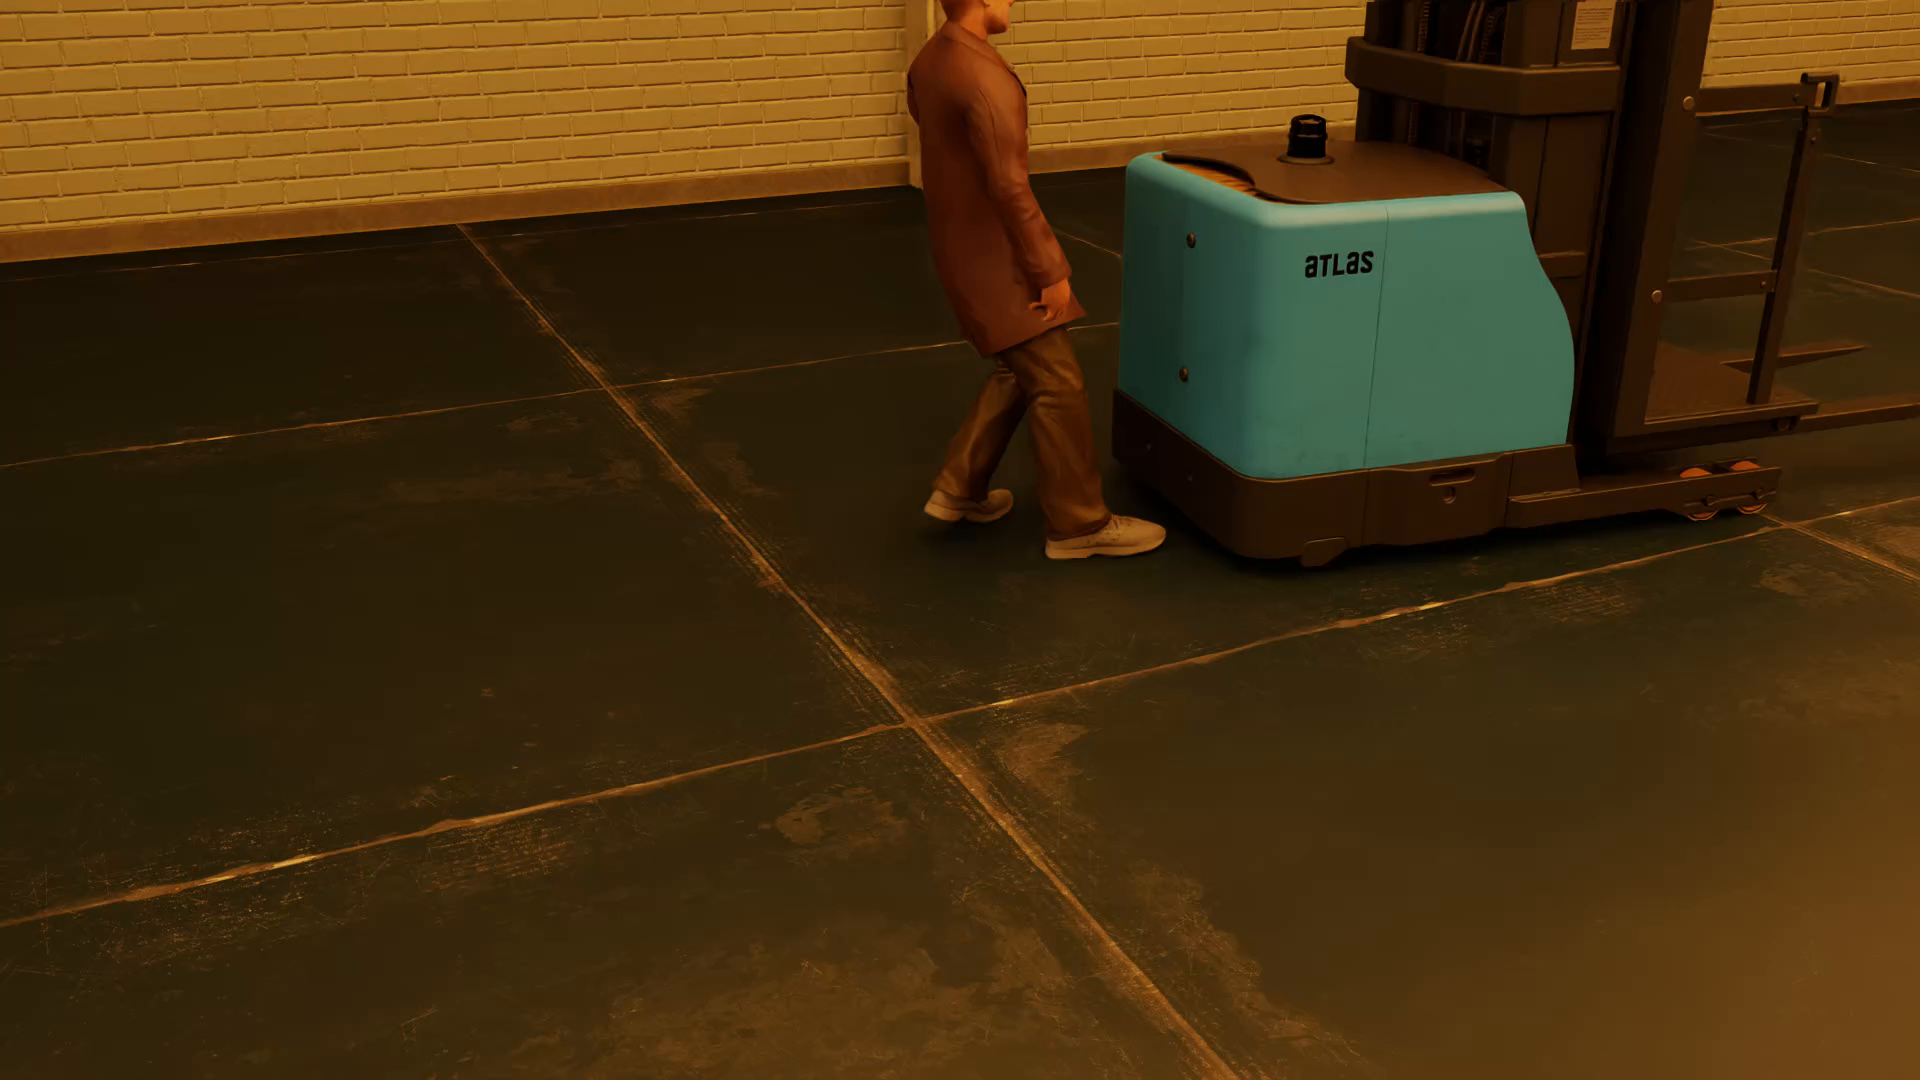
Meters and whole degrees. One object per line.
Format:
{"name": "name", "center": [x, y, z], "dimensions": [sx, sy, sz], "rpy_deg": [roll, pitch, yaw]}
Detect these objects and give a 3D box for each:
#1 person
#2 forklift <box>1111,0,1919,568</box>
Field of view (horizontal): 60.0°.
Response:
{"name": "person", "center": [0.216, -0.841, 4.896], "dimensions": [0.693, 1.734, 0.758], "rpy_deg": [-6, 23, -13]}
{"name": "forklift", "center": [2.084, -1.596, 5.127], "dimensions": [3.031, 2.935, 1.130], "rpy_deg": [-7, 24, -17]}
